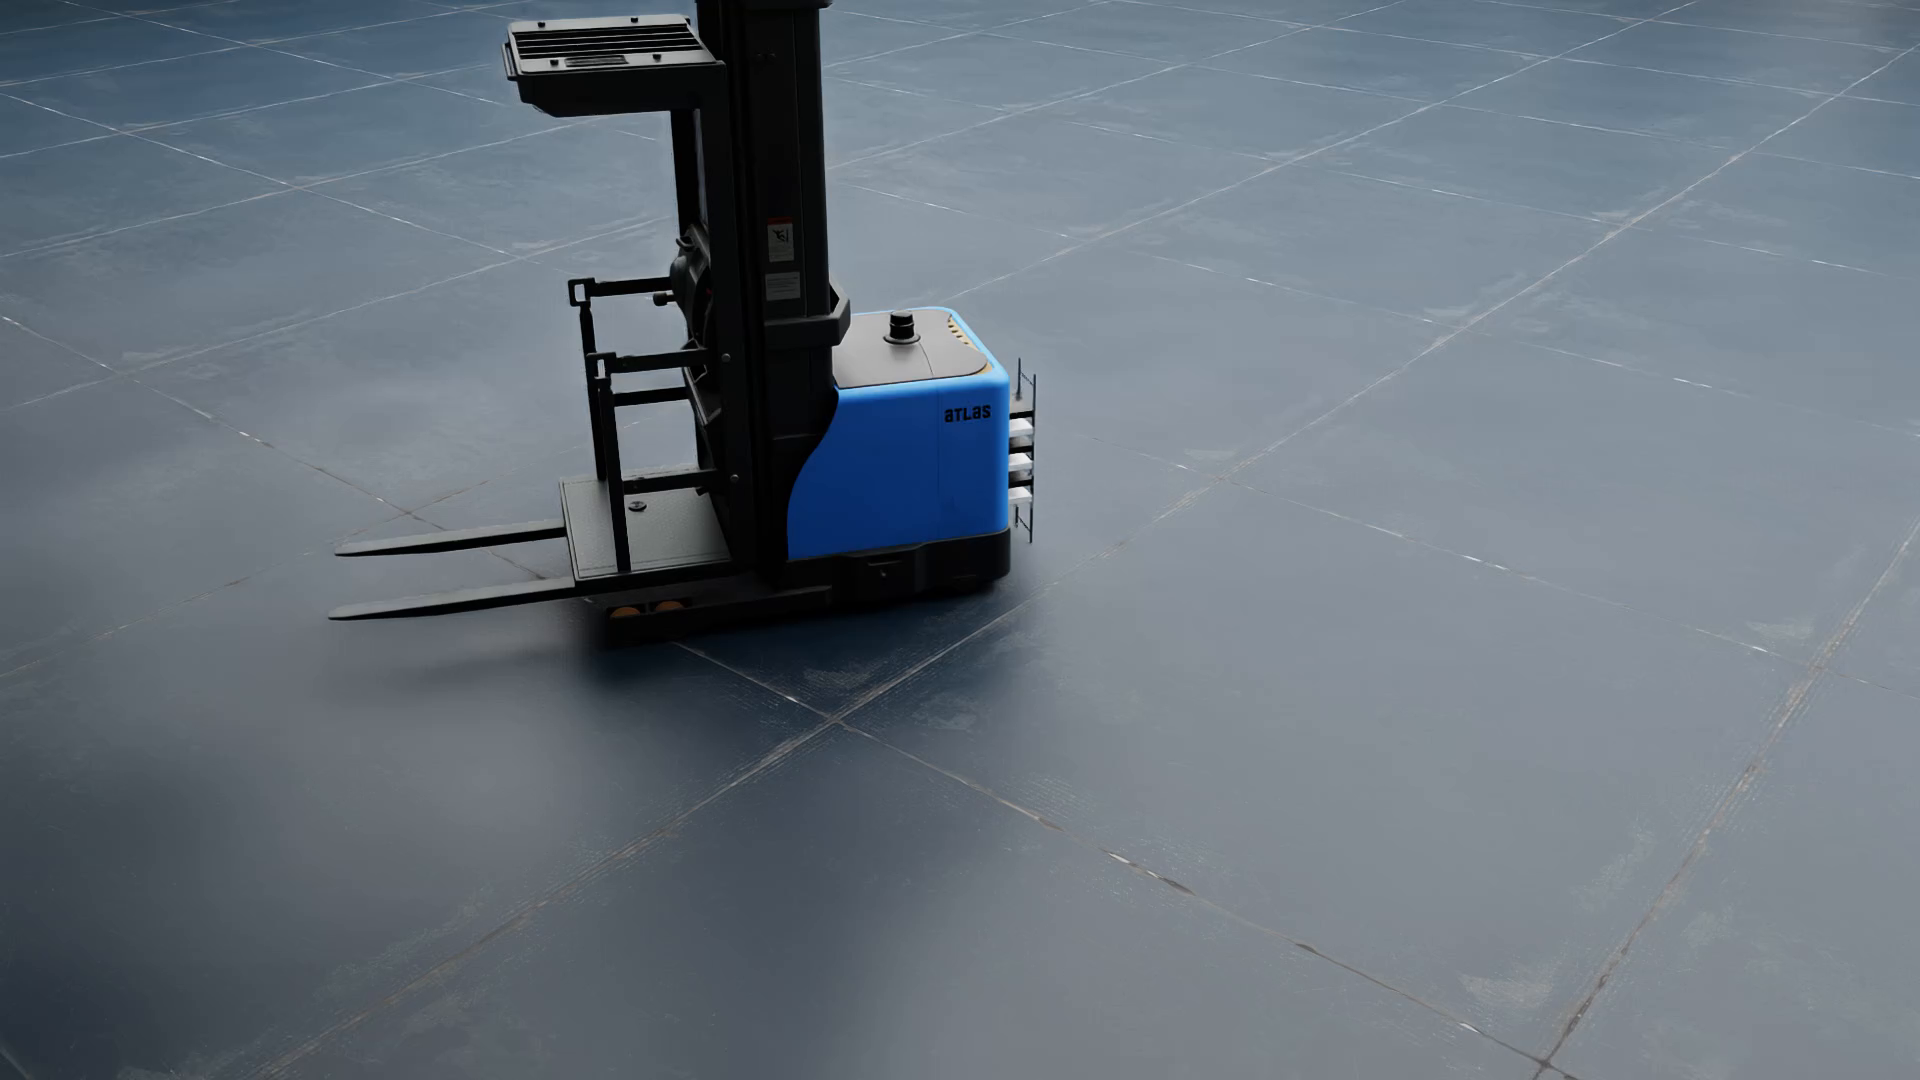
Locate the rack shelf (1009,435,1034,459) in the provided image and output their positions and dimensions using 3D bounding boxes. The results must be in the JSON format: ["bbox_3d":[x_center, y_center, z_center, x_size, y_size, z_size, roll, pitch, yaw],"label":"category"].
[{"bbox_3d":[0.221,-0.464,8.044,0.200,0.077,0.258,-8,28,-15],"label":"rack shelf"}]

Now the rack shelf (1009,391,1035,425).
[{"bbox_3d":[0.221,-0.624,7.961,0.200,0.077,0.258,-8,28,-15],"label":"rack shelf"}]

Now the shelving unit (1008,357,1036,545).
[{"bbox_3d":[0.221,-0.413,8.070,0.210,0.900,0.258,-8,28,-15],"label":"shelving unit"}]

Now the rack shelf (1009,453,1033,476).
[{"bbox_3d":[0.221,-0.384,8.085,0.200,0.077,0.258,-8,28,-15],"label":"rack shelf"}]

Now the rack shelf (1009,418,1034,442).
[{"bbox_3d":[0.221,-0.544,8.002,0.200,0.077,0.258,-8,28,-15],"label":"rack shelf"}]

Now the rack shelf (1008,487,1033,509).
[{"bbox_3d":[0.221,-0.224,8.168,0.200,0.077,0.258,-8,28,-15],"label":"rack shelf"}]

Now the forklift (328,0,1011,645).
[{"bbox_3d":[-1.340,-1.106,7.199,3.031,2.935,1.130,-8,28,-14],"label":"forklift"}]

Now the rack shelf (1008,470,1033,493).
[{"bbox_3d":[0.221,-0.304,8.126,0.200,0.077,0.258,-8,28,-15],"label":"rack shelf"}]

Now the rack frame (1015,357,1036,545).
[{"bbox_3d":[0.318,-0.427,8.096,0.006,0.900,0.240,-8,28,-15],"label":"rack frame"}]
